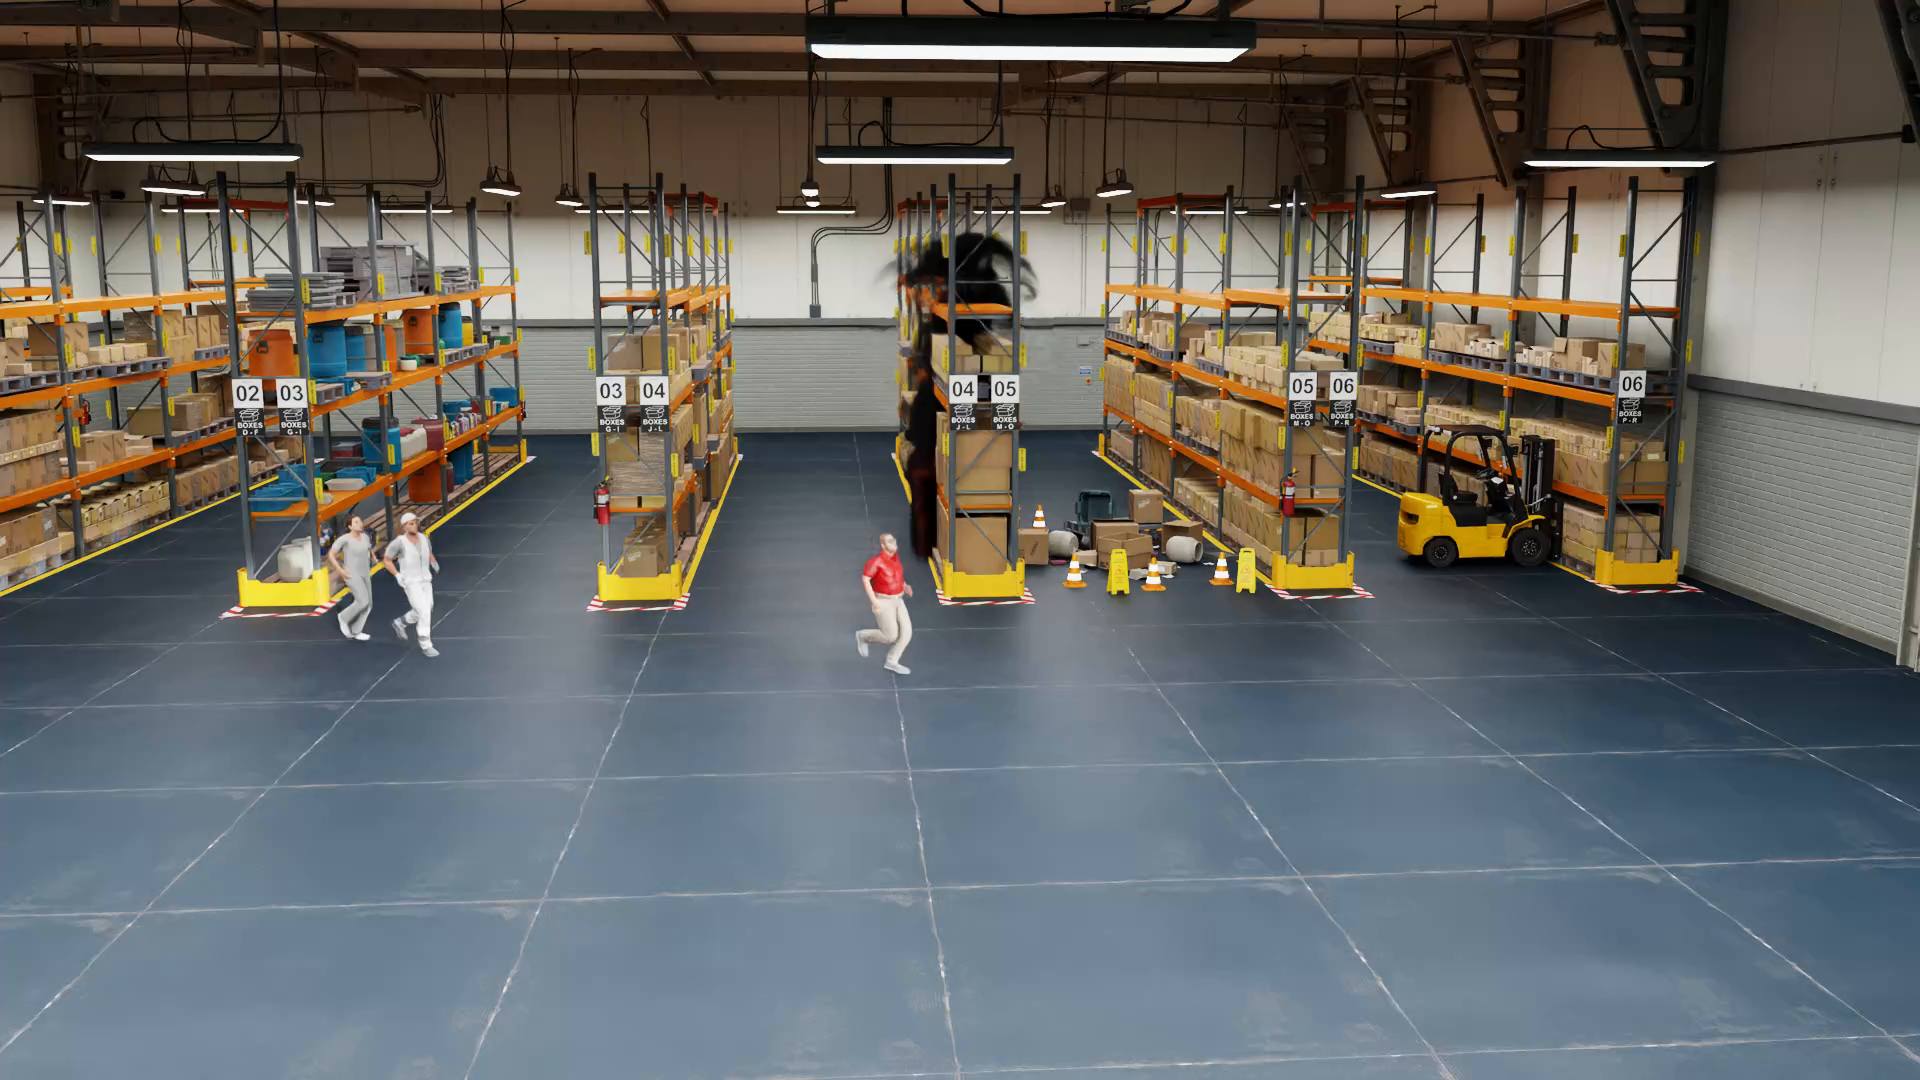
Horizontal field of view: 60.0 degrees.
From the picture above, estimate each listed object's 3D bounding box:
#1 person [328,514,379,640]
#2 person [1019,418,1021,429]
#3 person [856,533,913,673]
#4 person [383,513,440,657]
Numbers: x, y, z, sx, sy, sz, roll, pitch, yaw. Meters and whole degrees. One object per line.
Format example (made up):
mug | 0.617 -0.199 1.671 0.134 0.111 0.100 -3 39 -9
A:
person | -7.688 0.481 21.258 0.527 1.638 0.609 5 11 27
person | 0.961 -2.182 36.014 0.675 1.830 0.722 -1 10 -5
person | -0.887 0.739 19.752 0.633 1.666 0.667 7 12 35
person | -6.779 0.534 20.631 0.816 1.779 0.646 6 12 32
